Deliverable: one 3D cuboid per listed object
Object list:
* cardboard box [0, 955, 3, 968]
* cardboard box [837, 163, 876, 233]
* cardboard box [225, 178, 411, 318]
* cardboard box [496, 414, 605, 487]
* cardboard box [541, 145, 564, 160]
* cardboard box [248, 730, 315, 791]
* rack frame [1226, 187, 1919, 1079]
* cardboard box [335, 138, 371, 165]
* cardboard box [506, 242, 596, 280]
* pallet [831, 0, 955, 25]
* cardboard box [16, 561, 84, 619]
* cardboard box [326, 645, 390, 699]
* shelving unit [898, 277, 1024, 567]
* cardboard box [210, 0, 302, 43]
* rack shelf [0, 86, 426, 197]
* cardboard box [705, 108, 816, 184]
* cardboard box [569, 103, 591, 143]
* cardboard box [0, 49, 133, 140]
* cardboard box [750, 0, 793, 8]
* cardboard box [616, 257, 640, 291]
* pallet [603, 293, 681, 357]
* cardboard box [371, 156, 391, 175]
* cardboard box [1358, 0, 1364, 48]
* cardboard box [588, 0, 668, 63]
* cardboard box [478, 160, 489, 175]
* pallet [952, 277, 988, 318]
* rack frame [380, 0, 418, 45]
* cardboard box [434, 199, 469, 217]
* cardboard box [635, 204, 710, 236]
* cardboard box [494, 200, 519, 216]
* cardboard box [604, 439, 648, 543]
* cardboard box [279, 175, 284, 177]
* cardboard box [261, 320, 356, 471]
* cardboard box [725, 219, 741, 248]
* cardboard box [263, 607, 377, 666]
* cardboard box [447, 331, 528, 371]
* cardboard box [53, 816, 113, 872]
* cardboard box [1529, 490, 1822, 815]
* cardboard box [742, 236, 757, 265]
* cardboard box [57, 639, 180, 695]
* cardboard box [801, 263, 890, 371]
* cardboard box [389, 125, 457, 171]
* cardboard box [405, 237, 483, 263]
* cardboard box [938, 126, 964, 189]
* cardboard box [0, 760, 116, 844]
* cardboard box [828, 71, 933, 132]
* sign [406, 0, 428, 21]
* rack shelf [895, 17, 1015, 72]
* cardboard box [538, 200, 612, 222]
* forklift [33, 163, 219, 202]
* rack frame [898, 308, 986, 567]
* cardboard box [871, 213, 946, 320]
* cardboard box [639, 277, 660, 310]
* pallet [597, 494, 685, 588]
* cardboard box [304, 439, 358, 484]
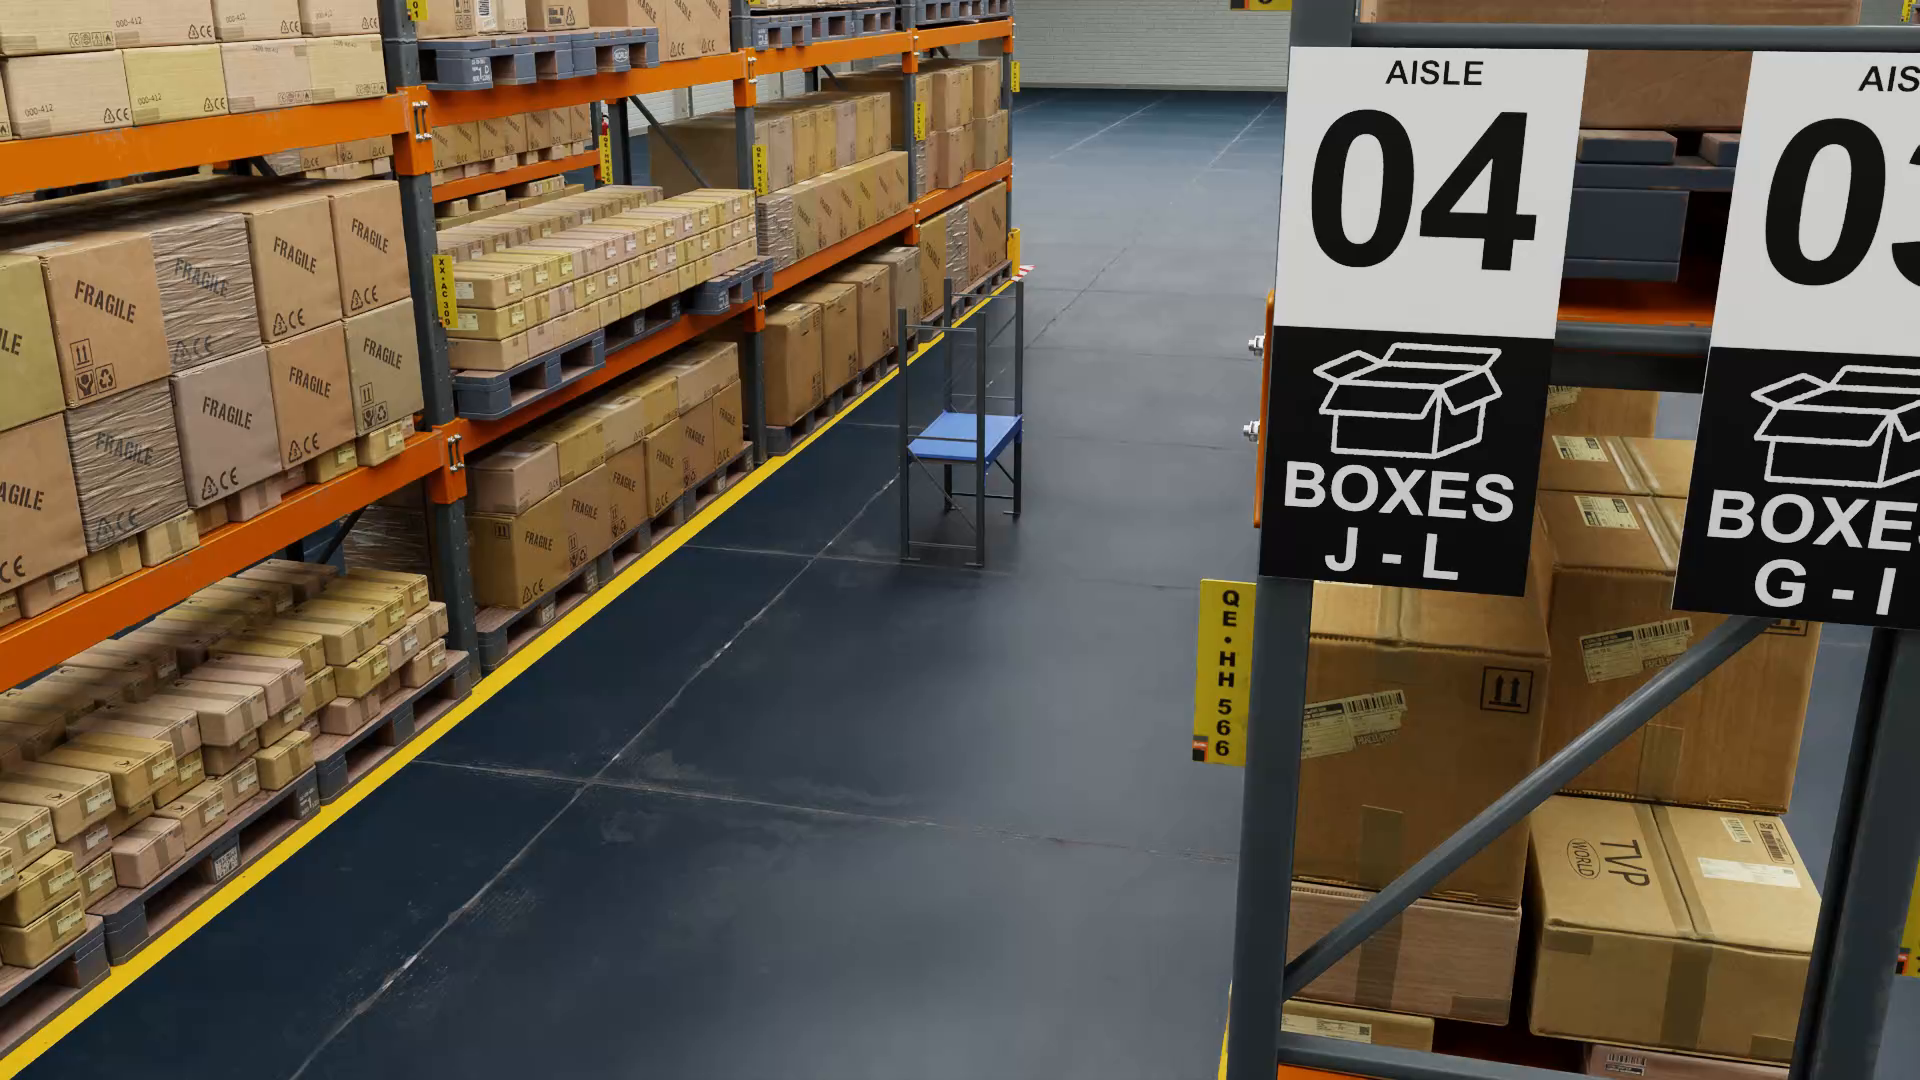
[{"bbox_3d":[-3.345,1.350,5.355,0.380,0.149,0.250,5,19,14],"label":"cardboard box"},{"bbox_3d":[-1.005,-2.801,13.594,0.500,0.500,0.500,5,19,14],"label":"cardboard box"},{"bbox_3d":[-2.698,-1.241,7.017,0.500,0.500,0.500,4,19,11],"label":"cardboard box"},{"bbox_3d":[-2.280,-0.497,9.058,0.500,0.250,0.500,5,20,15],"label":"cardboard box"},{"bbox_3d":[-4.693,-4.366,18.717,0.380,0.149,0.250,5,19,14],"label":"cardboard box"},{"bbox_3d":[-2.863,0.876,6.742,0.380,0.149,0.250,5,19,13],"label":"cardboard box"},{"bbox_3d":[0.963,0.929,2.827,1.000,3.000,0.127,5,19,13],"label":"rack frame"},{"bbox_3d":[-5.725,-3.683,15.066,0.500,0.500,0.500,5,19,14],"label":"cardboard box"},{"bbox_3d":[-2.112,-1.443,8.589,0.380,0.149,0.250,4,19,13],"label":"cardboard box"},{"bbox_3d":[-0.680,-4.889,15.356,1.003,0.211,1.213,5,19,13],"label":"pallet"},{"bbox_3d":[-3.177,0.135,5.539,0.380,0.149,0.250,4,19,12],"label":"cardboard box"},{"bbox_3d":[-2.716,0.557,7.218,0.380,0.149,0.250,4,19,11],"label":"cardboard box"},{"bbox_3d":[0.021,-0.736,10.023,0.538,1.500,1.048,5,19,13],"label":"shelving unit"},{"bbox_3d":[-2.850,-2.006,6.239,0.500,0.250,0.500,4,19,11],"label":"cardboard box"},{"bbox_3d":[-3.334,-1.200,5.533,1.077,0.370,4.000,5,19,13],"label":"rack shelf"},{"bbox_3d":[-1.503,-2.982,12.575,0.700,0.500,0.500,4,19,13],"label":"cardboard box"},{"bbox_3d":[-4.603,-4.865,19.175,0.500,0.500,0.500,4,19,12],"label":"cardboard box"},{"bbox_3d":[-3.082,-1.451,5.388,0.500,0.250,0.500,5,19,13],"label":"cardboard box"},{"bbox_3d":[-1.477,-3.835,11.467,0.500,0.311,0.500,5,19,13],"label":"cardboard box"},{"bbox_3d":[-1.987,-1.468,9.122,0.380,0.149,0.250,4,19,12],"label":"cardboard box"},{"bbox_3d":[-2.312,-1.287,9.613,1.003,0.211,1.213,5,19,13],"label":"pallet"},{"bbox_3d":[-5.573,-3.512,15.567,0.380,0.149,0.250,5,19,14],"label":"cardboard box"},{"bbox_3d":[1.406,-1.467,4.241,0.700,0.500,0.500,6,20,16],"label":"cardboard box"},{"bbox_3d":[-1.996,-2.955,9.404,0.500,0.500,0.500,5,19,13],"label":"cardboard box"},{"bbox_3d":[-5.151,-3.899,17.351,0.380,0.149,0.250,5,19,13],"label":"cardboard box"},{"bbox_3d":[-0.333,-2.552,17.332,1.003,0.211,1.213,5,19,13],"label":"pallet"},{"bbox_3d":[-2.845,-3.587,6.767,1.000,3.000,0.127,5,19,13],"label":"rack frame"},{"bbox_3d":[-5.220,-3.372,16.860,0.380,0.149,0.250,5,19,14],"label":"cardboard box"},{"bbox_3d":[-1.732,-1.929,10.012,0.380,0.149,0.250,5,20,15],"label":"cardboard box"},{"bbox_3d":[-5.061,-3.362,17.834,0.500,0.500,0.500,6,20,16],"label":"cardboard box"},{"bbox_3d":[-2.165,-0.306,9.660,0.500,0.500,0.500,5,19,14],"label":"cardboard box"},{"bbox_3d":[-5.991,-3.031,14.159,0.380,0.149,0.250,5,20,15],"label":"cardboard box"},{"bbox_3d":[-2.817,-0.600,6.687,0.500,0.500,0.500,4,19,12],"label":"cardboard box"},{"bbox_3d":[-1.610,-1.948,10.528,0.380,0.149,0.250,5,20,15],"label":"cardboard box"},{"bbox_3d":[-2.757,0.415,7.174,0.380,0.149,0.250,4,19,13],"label":"cardboard box"},{"bbox_3d":[-2.303,-0.915,7.965,0.380,0.149,0.250,4,19,11],"label":"cardboard box"},{"bbox_3d":[-3.209,1.044,5.792,0.380,0.149,0.250,4,19,11],"label":"cardboard box"},{"bbox_3d":[1.464,0.218,3.519,0.500,0.500,0.500,4,19,12],"label":"cardboard box"},{"bbox_3d":[-1.542,-1.891,10.821,0.380,0.149,0.250,5,19,14],"label":"cardboard box"},{"bbox_3d":[-3.452,0.534,6.824,0.380,0.149,0.250,5,20,15],"label":"cardboard box"},{"bbox_3d":[-1.194,-1.886,13.899,1.050,0.750,0.750,5,19,13],"label":"cardboard box"},{"bbox_3d":[-5.337,-3.919,16.405,0.500,0.500,0.500,5,19,13],"label":"cardboard box"},{"bbox_3d":[-2.742,-1.498,8.752,0.380,0.149,0.250,5,19,13],"label":"cardboard box"},{"bbox_3d":[-0.453,-3.777,16.374,0.875,0.550,0.550,5,19,13],"label":"cardboard box"},{"bbox_3d":[-3.171,0.902,5.747,0.380,0.149,0.250,5,20,16],"label":"cardboard box"},{"bbox_3d":[-0.745,-4.132,15.742,0.875,0.550,0.550,5,19,13],"label":"cardboard box"},{"bbox_3d":[-2.317,-2.372,7.050,0.100,0.325,0.005,5,19,13],"label":"sign"},{"bbox_3d":[-0.402,-4.961,16.545,1.077,0.370,4.000,5,19,13],"label":"rack shelf"},{"bbox_3d":[-2.361,-1.990,10.191,0.380,0.149,0.250,4,19,11],"label":"cardboard box"},{"bbox_3d":[-4.634,-1.521,10.106,1.130,2.935,3.031,5,19,14],"label":"forklift"},{"bbox_3d":[-0.103,-0.577,9.557,0.500,1.500,0.032,5,19,13],"label":"rack frame"},{"bbox_3d":[-0.669,-2.640,15.915,0.875,0.875,0.875,5,19,14],"label":"cardboard box"},{"bbox_3d":[-1.924,-1.404,9.395,0.380,0.149,0.250,4,19,11],"label":"cardboard box"},{"bbox_3d":[-2.360,-0.056,10.026,1.003,0.211,1.213,5,19,13],"label":"pallet"},{"bbox_3d":[-2.768,-0.353,6.968,0.380,0.149,0.250,5,20,16],"label":"cardboard box"}]
